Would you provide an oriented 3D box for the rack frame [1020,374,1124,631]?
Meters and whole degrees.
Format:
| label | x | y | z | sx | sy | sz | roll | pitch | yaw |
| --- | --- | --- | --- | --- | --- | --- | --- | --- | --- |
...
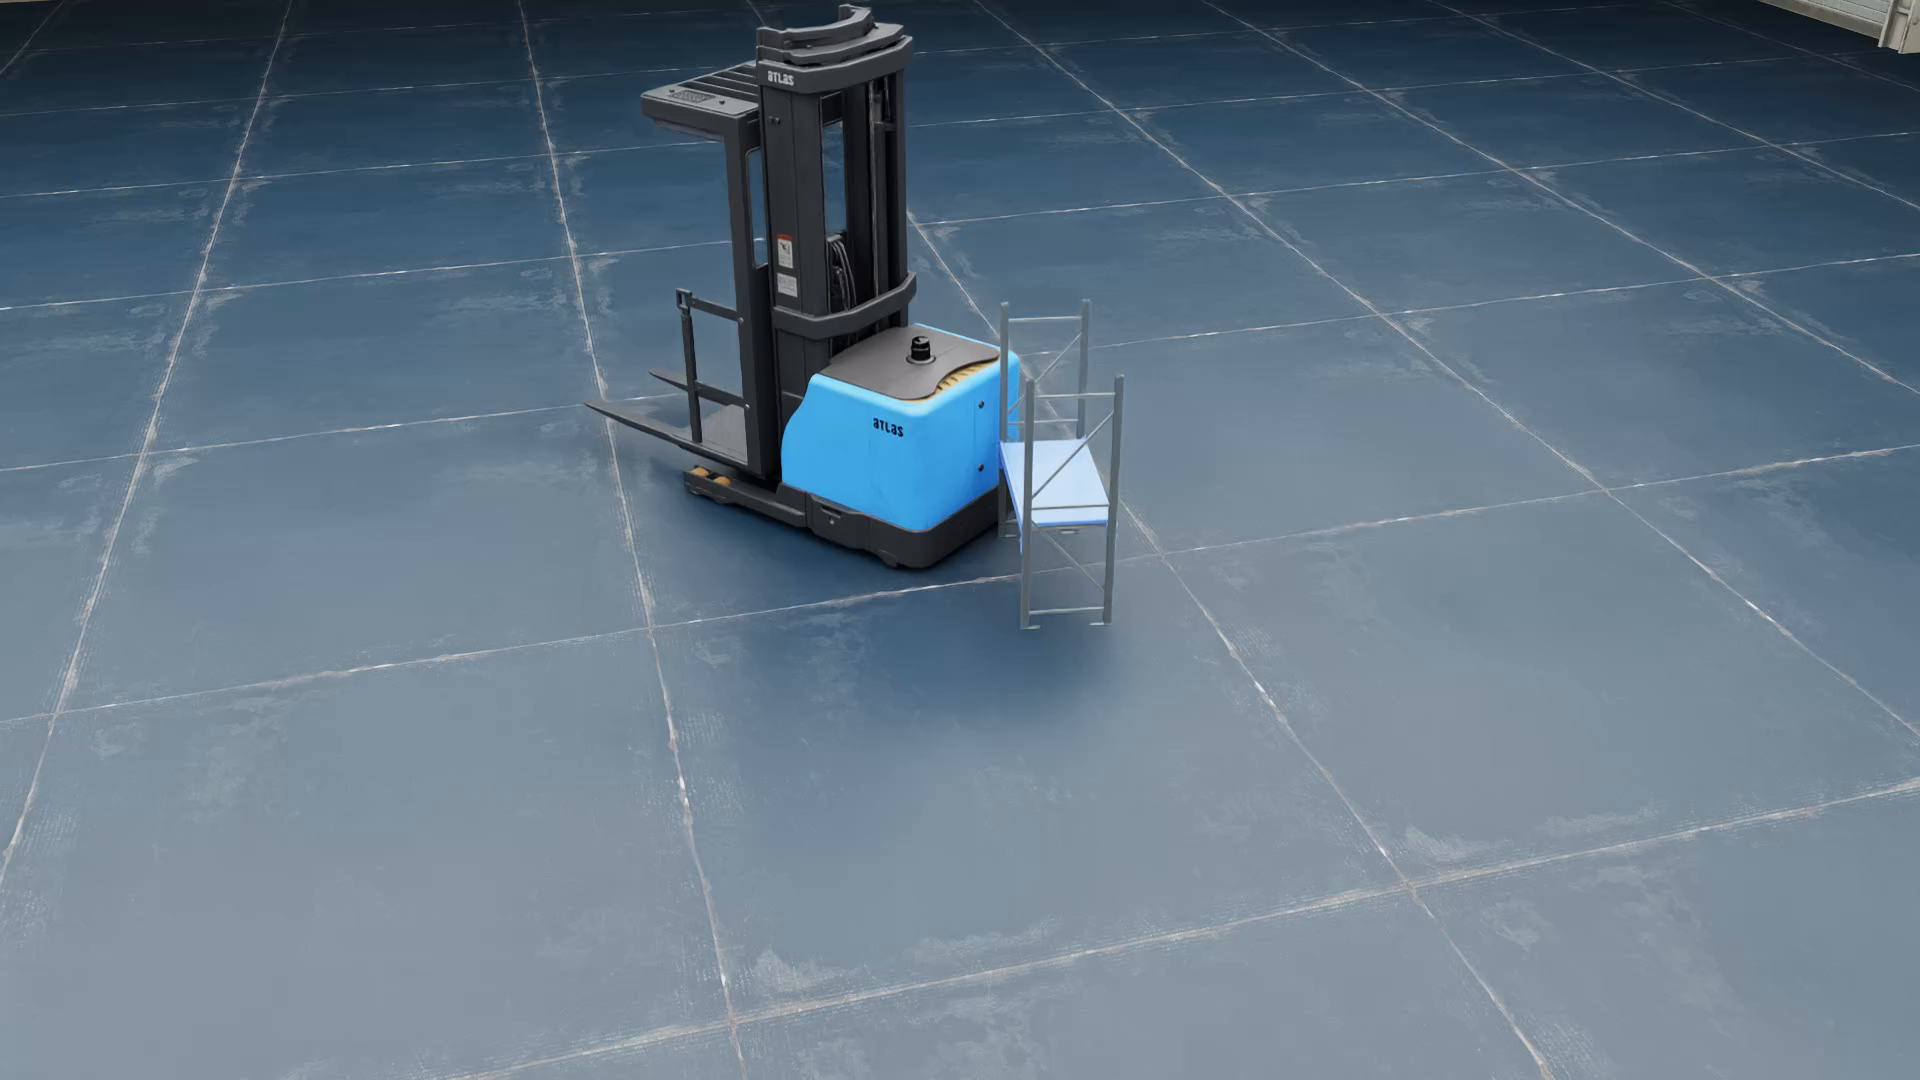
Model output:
| label | x | y | z | sx | sy | sz | roll | pitch | yaw |
| --- | --- | --- | --- | --- | --- | --- | --- | --- | --- |
| rack frame | 0.582 | -0.171 | 8.780 | 0.500 | 1.500 | 0.032 | -3 | 30 | -5 |

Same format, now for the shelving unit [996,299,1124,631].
| label | x | y | z | sx | sy | sz | roll | pitch | yaw |
| --- | --- | --- | --- | --- | --- | --- | --- | --- | --- |
| shelving unit | 0.530 | -0.425 | 9.218 | 0.538 | 1.500 | 1.048 | -3 | 30 | -5 |

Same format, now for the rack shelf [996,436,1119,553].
| label | x | y | z | sx | sy | sz | roll | pitch | yaw |
| --- | --- | --- | --- | --- | --- | --- | --- | --- | --- |
| rack shelf | 0.530 | -0.269 | 9.308 | 0.538 | 0.185 | 1.000 | -3 | 30 | -5 |

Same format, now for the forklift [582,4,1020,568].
| label | x | y | z | sx | sy | sz | roll | pitch | yaw |
| --- | --- | --- | --- | --- | --- | --- | --- | --- | --- |
| forklift | -1.120 | -1.687 | 9.969 | 3.031 | 2.935 | 1.130 | 20 | 36 | 31 |

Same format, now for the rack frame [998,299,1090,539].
| label | x | y | z | sx | sy | sz | roll | pitch | yaw |
| --- | --- | --- | --- | --- | --- | --- | --- | --- | --- |
| rack frame | 0.478 | -0.678 | 9.655 | 0.500 | 1.500 | 0.032 | -3 | 30 | -5 |

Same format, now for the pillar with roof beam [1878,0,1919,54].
| label | x | y | z | sx | sy | sz | roll | pitch | yaw |
| --- | --- | --- | --- | --- | --- | --- | --- | --- | --- |
| pillar with roof beam | 7.361 | -9.338 | 17.131 | 9.100 | 9.000 | 0.400 | -8 | 31 | -13 |
